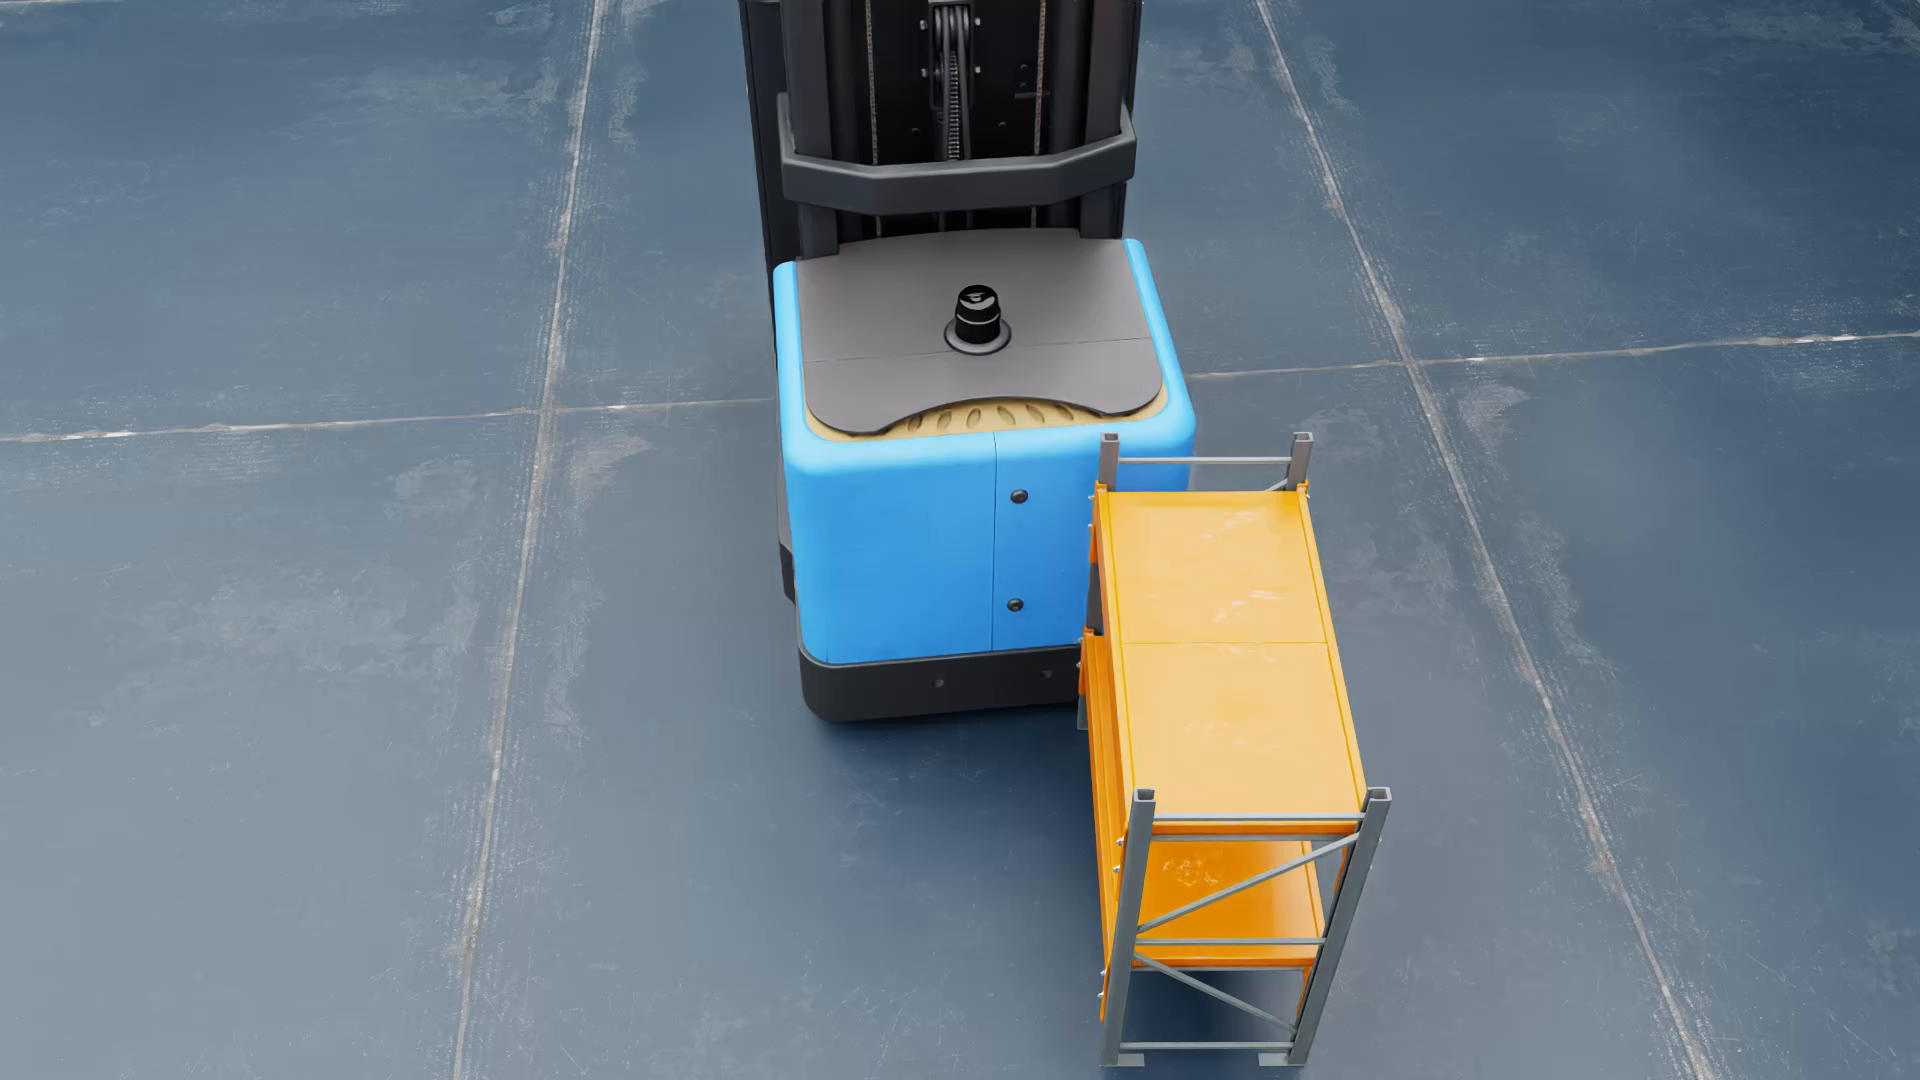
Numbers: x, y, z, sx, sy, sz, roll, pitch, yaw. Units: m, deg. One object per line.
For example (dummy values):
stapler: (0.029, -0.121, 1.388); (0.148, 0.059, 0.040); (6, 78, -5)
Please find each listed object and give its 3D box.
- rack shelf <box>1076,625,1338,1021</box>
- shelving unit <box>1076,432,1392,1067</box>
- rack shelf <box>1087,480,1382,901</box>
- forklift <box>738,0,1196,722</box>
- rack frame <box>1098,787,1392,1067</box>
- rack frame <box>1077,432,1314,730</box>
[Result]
rack shelf: (0.586, 0.680, 4.168); (0.538, 0.278, 1.000); (0, 47, 0)
shelving unit: (0.586, 0.512, 3.990); (0.538, 1.125, 1.048); (0, 47, 0)
rack shelf: (0.586, 0.311, 3.778); (0.538, 0.278, 1.000); (0, 47, 0)
forklift: (-0.078, -1.575, 4.723); (1.130, 2.935, 3.031); (-5, 47, -4)
rack frame: (0.588, 0.881, 3.641); (0.500, 1.125, 0.032); (0, 47, 0)
rack frame: (0.584, 0.143, 4.340); (0.500, 1.125, 0.032); (0, 47, 0)
